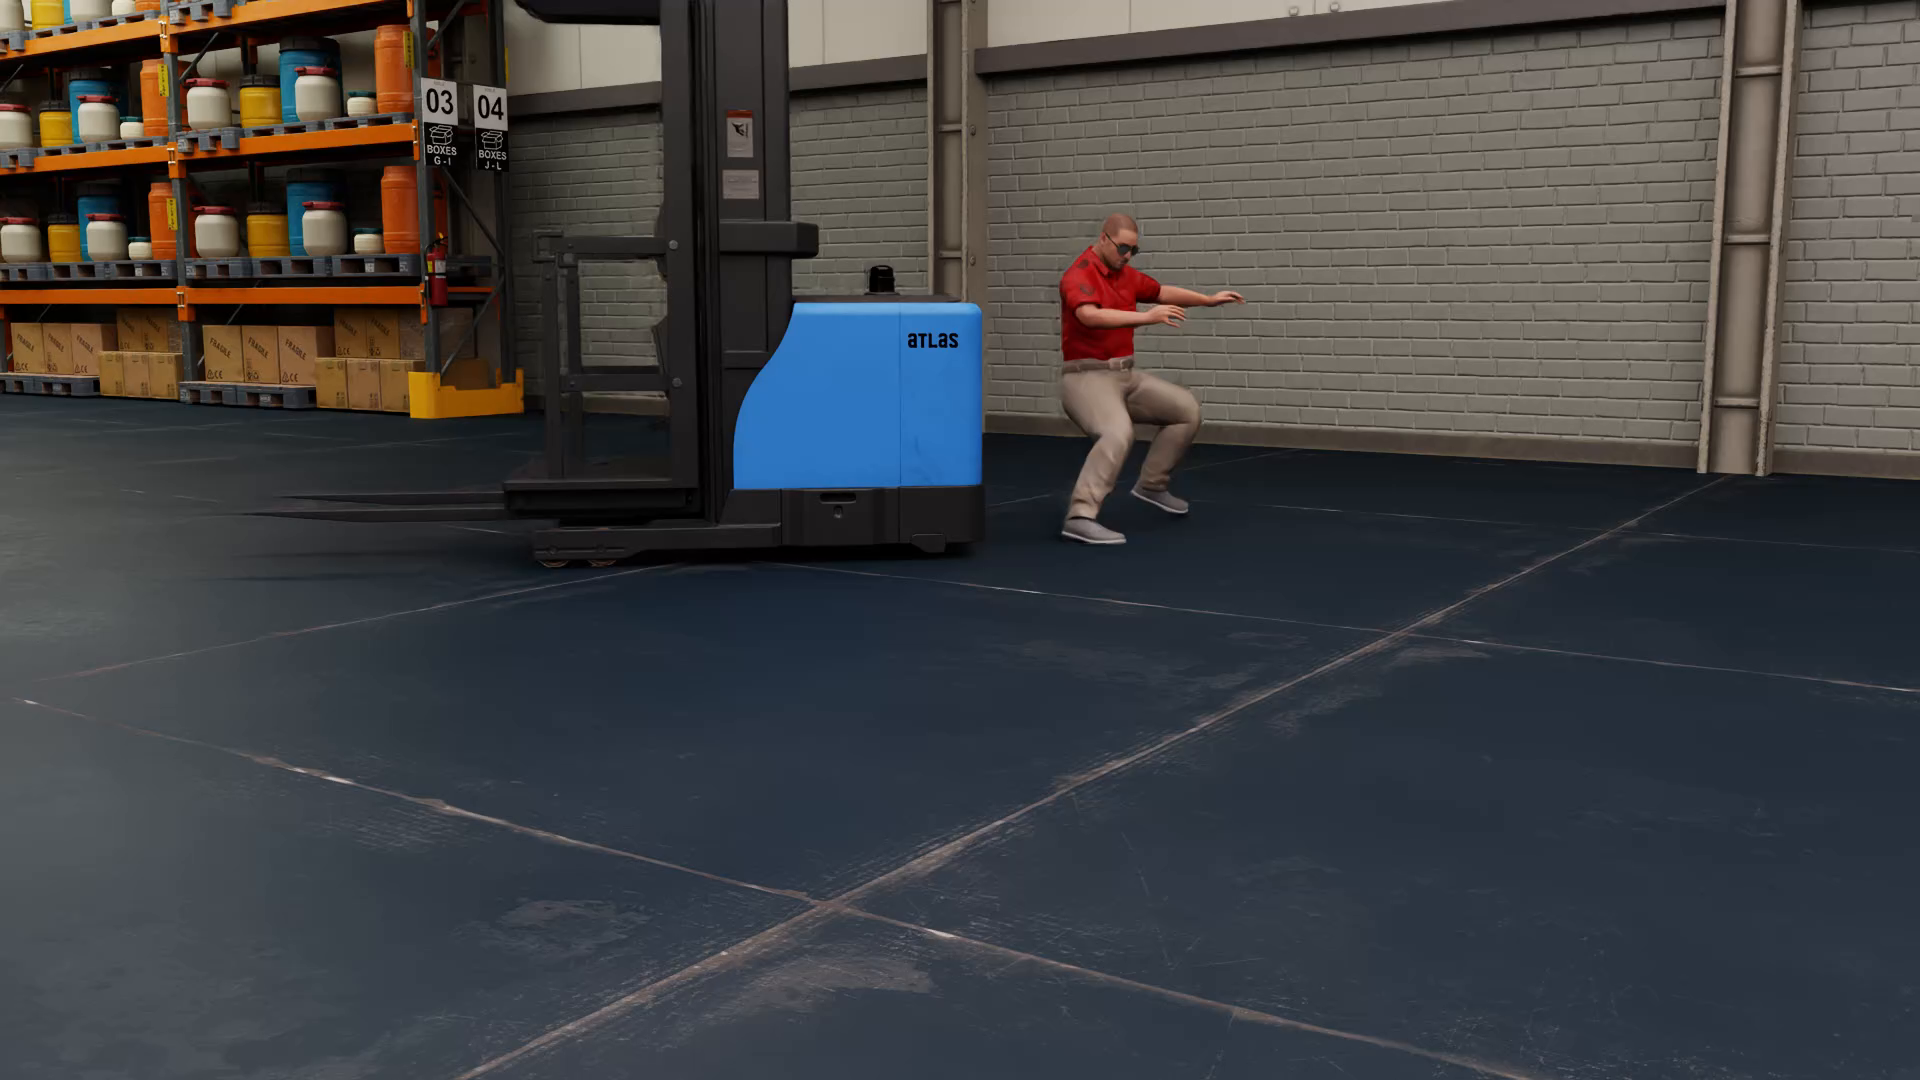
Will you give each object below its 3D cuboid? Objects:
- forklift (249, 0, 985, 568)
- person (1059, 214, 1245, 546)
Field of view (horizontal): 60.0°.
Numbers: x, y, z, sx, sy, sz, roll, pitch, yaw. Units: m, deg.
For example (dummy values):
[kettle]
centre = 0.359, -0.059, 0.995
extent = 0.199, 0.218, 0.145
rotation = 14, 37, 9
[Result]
[forklift]
centre = -1.451, -1.415, 7.145
extent = 3.031, 2.935, 1.130
rotation = -1, 8, -8
[person]
centre = 0.837, -0.783, 7.876
extent = 0.706, 1.478, 1.138
rotation = 7, 10, 39
